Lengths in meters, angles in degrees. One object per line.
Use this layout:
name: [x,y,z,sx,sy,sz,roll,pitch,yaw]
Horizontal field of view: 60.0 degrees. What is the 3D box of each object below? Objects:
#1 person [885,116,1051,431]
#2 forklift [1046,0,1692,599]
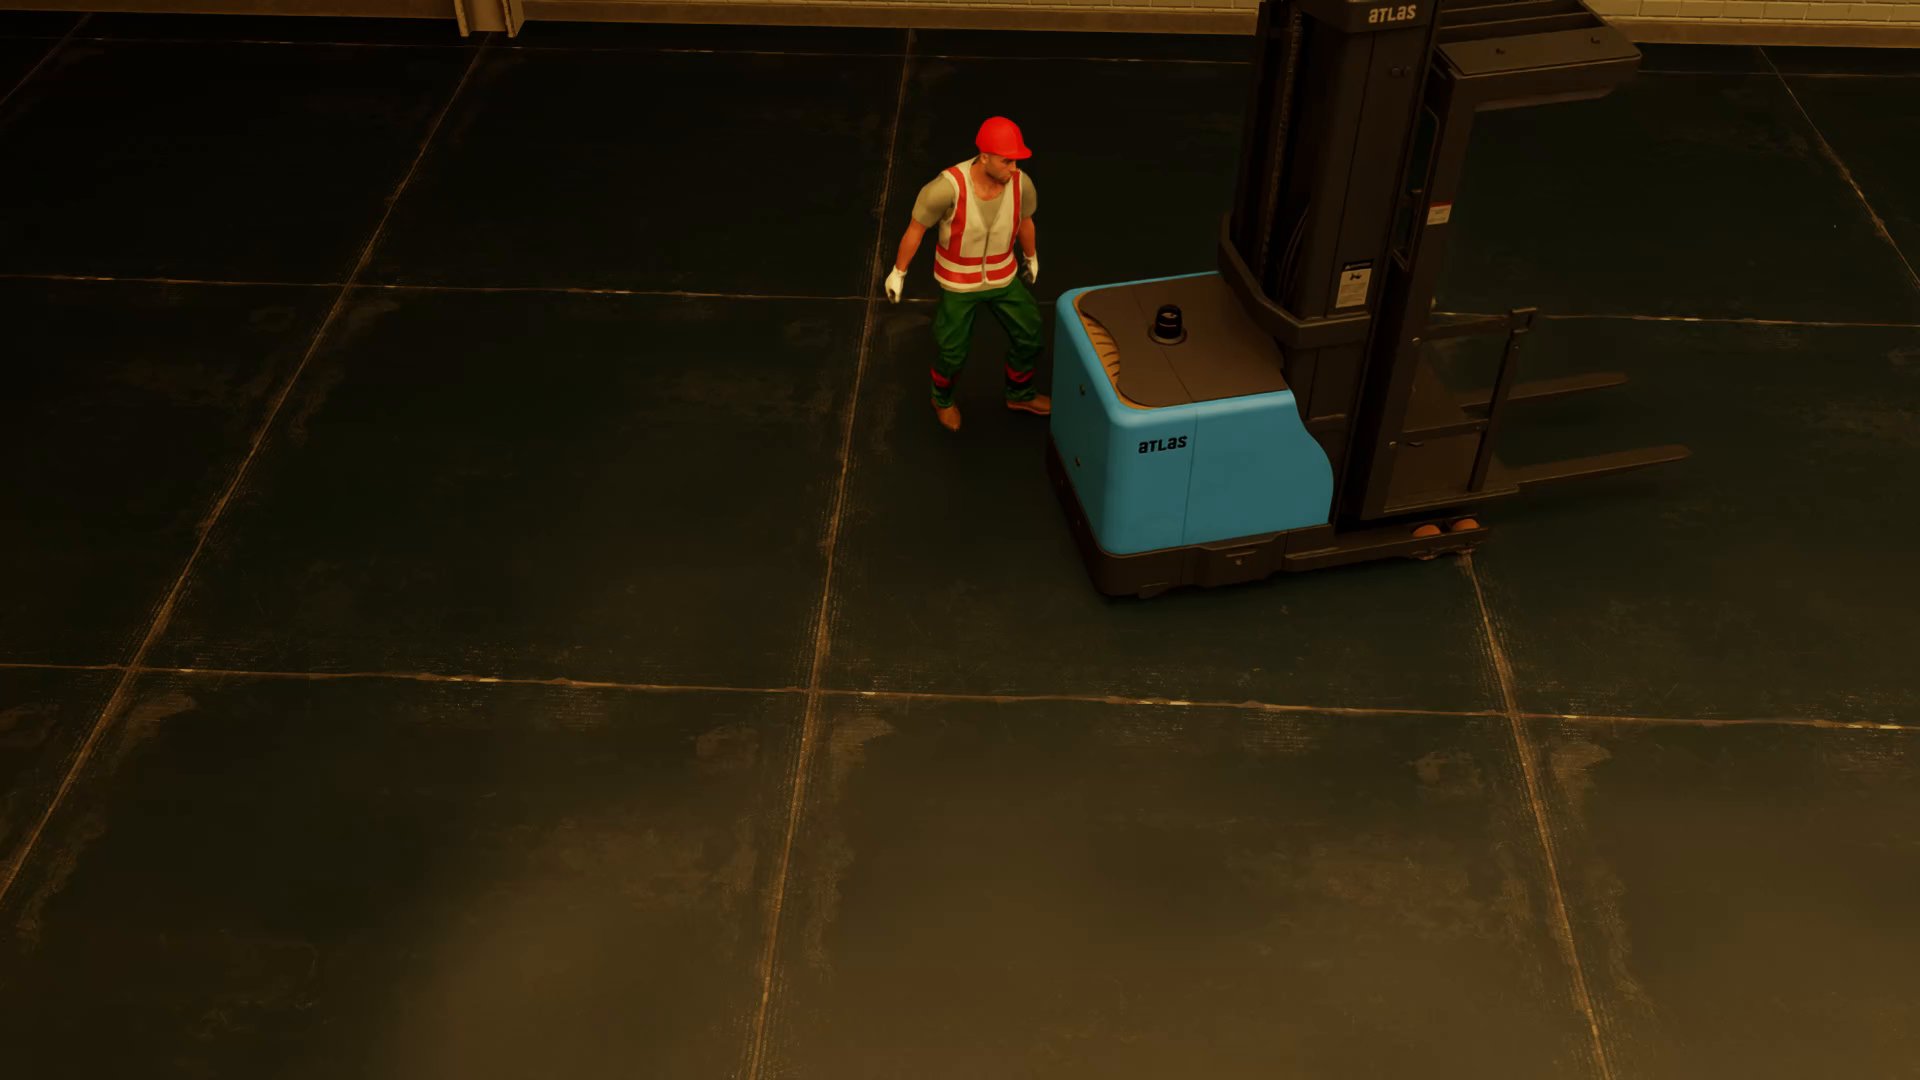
person: [0.088,-1.258,8.025,0.885,1.750,0.460,-12,44,-13]
forklift: [1.995,-1.331,7.200,3.031,2.935,1.130,-9,43,-9]
